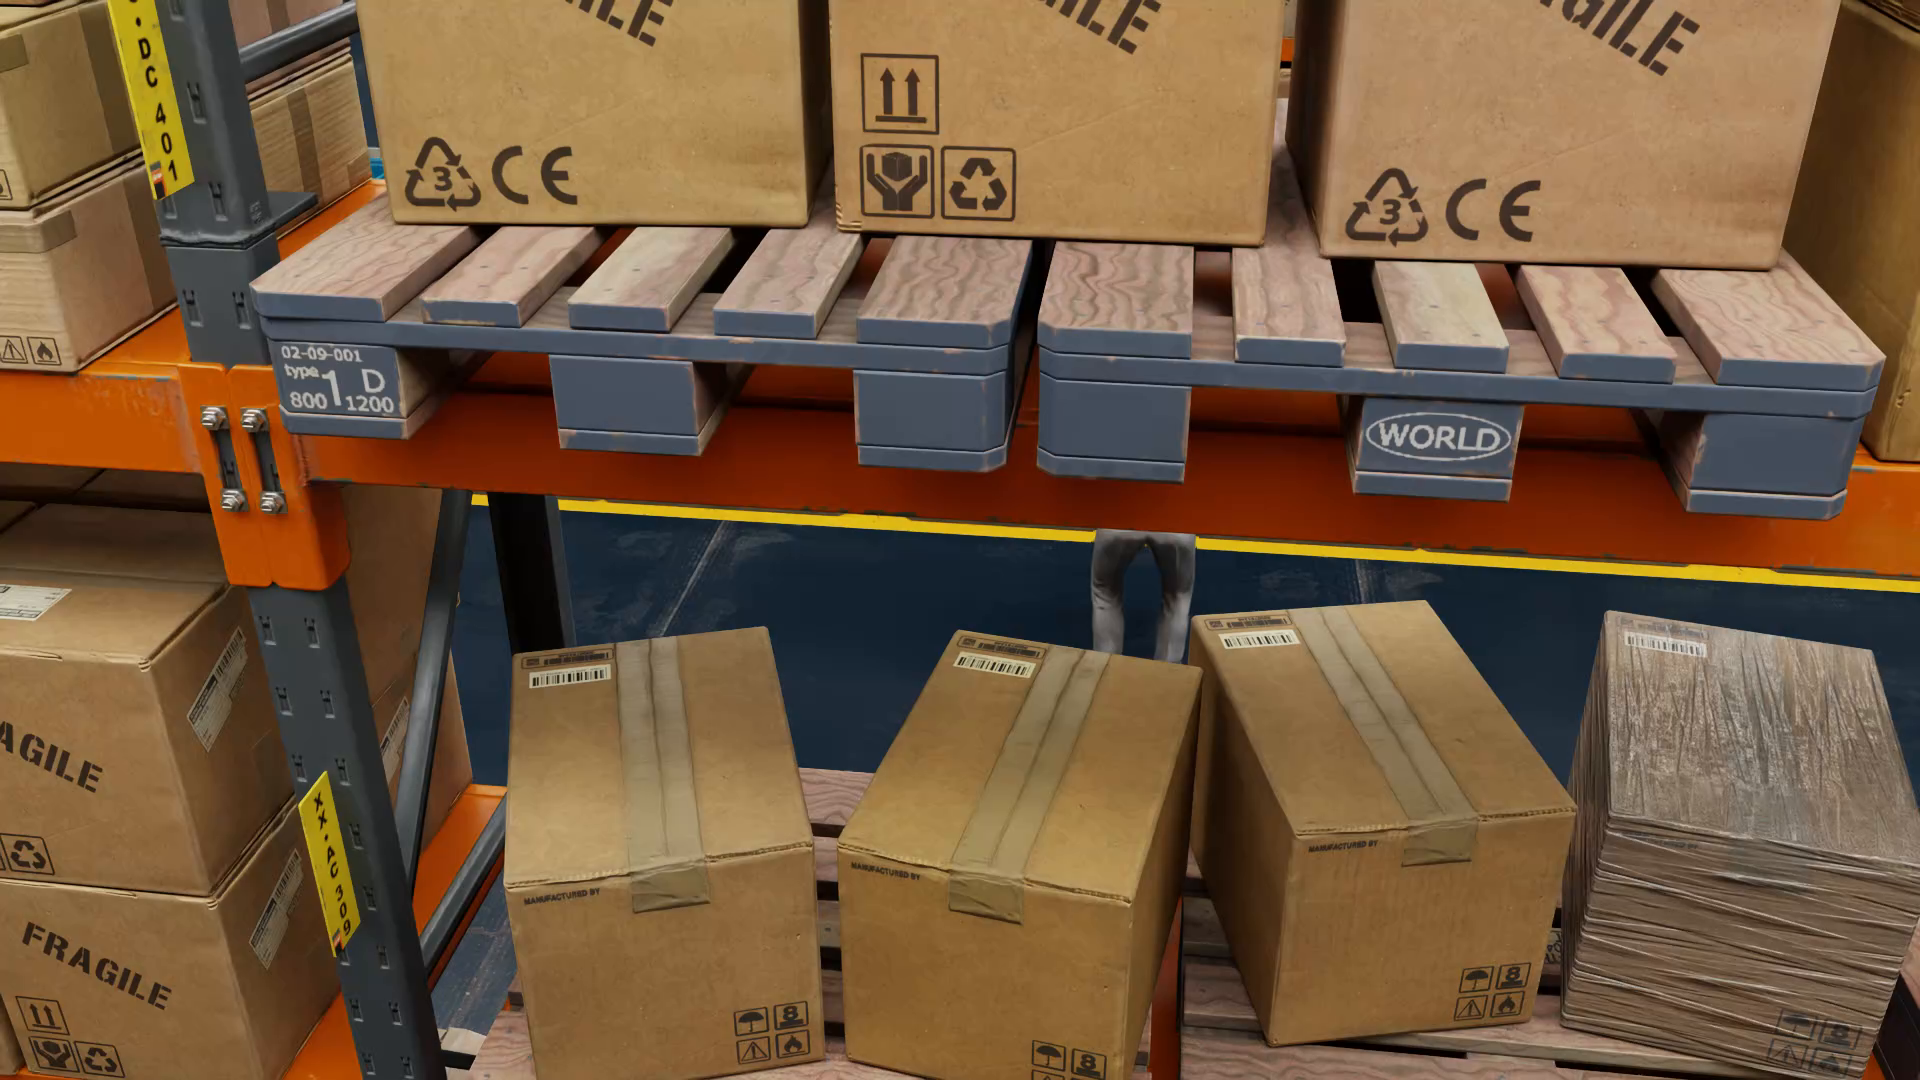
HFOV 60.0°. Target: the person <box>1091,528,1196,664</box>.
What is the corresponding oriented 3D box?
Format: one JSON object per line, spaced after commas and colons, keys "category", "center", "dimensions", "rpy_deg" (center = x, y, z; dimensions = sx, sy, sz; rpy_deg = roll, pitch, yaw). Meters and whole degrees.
{"category": "person", "center": [0.725, -0.090, 6.576], "dimensions": [0.415, 1.395, 0.826], "rpy_deg": [3, 29, 5]}
